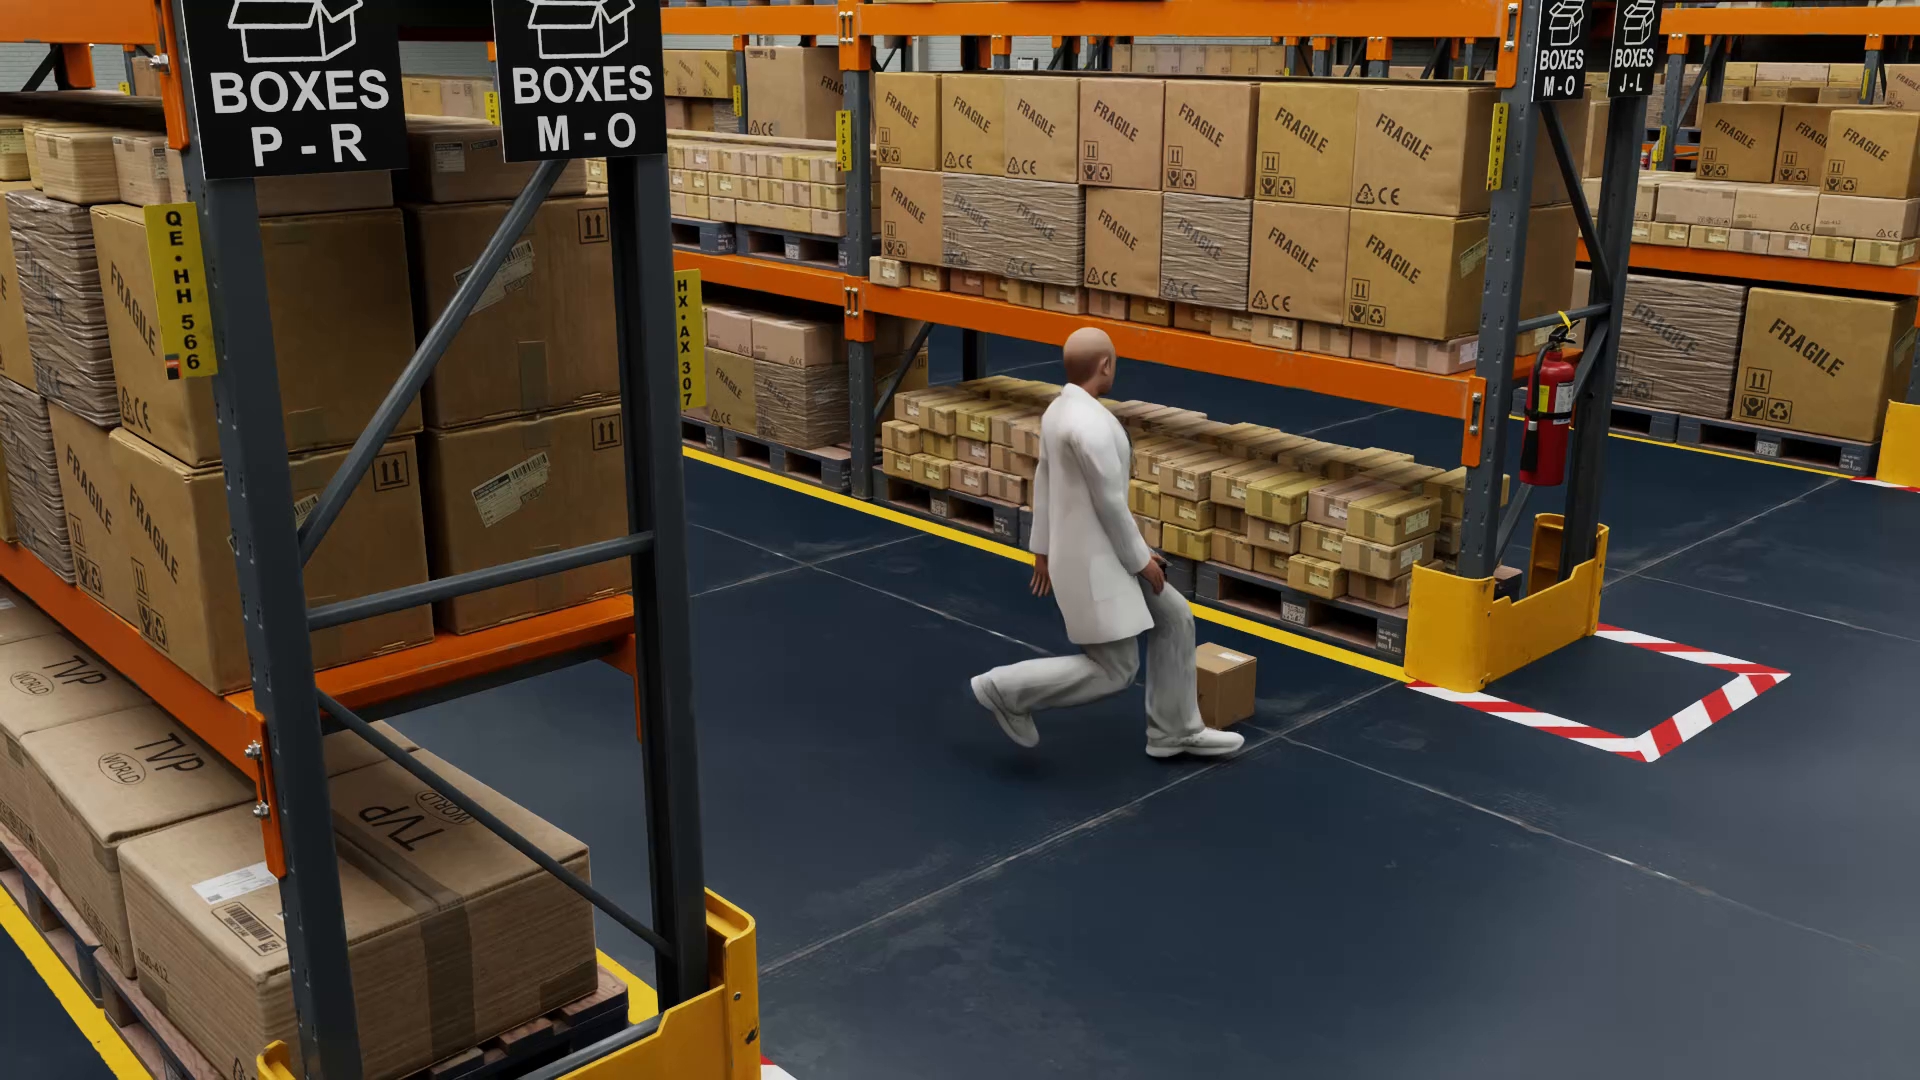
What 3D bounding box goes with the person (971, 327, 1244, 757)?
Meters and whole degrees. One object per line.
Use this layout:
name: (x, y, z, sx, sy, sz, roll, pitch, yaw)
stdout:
person: (0.459, -2.479, 14.349, 1.042, 1.636, 17.732, 0, 17, -1)
